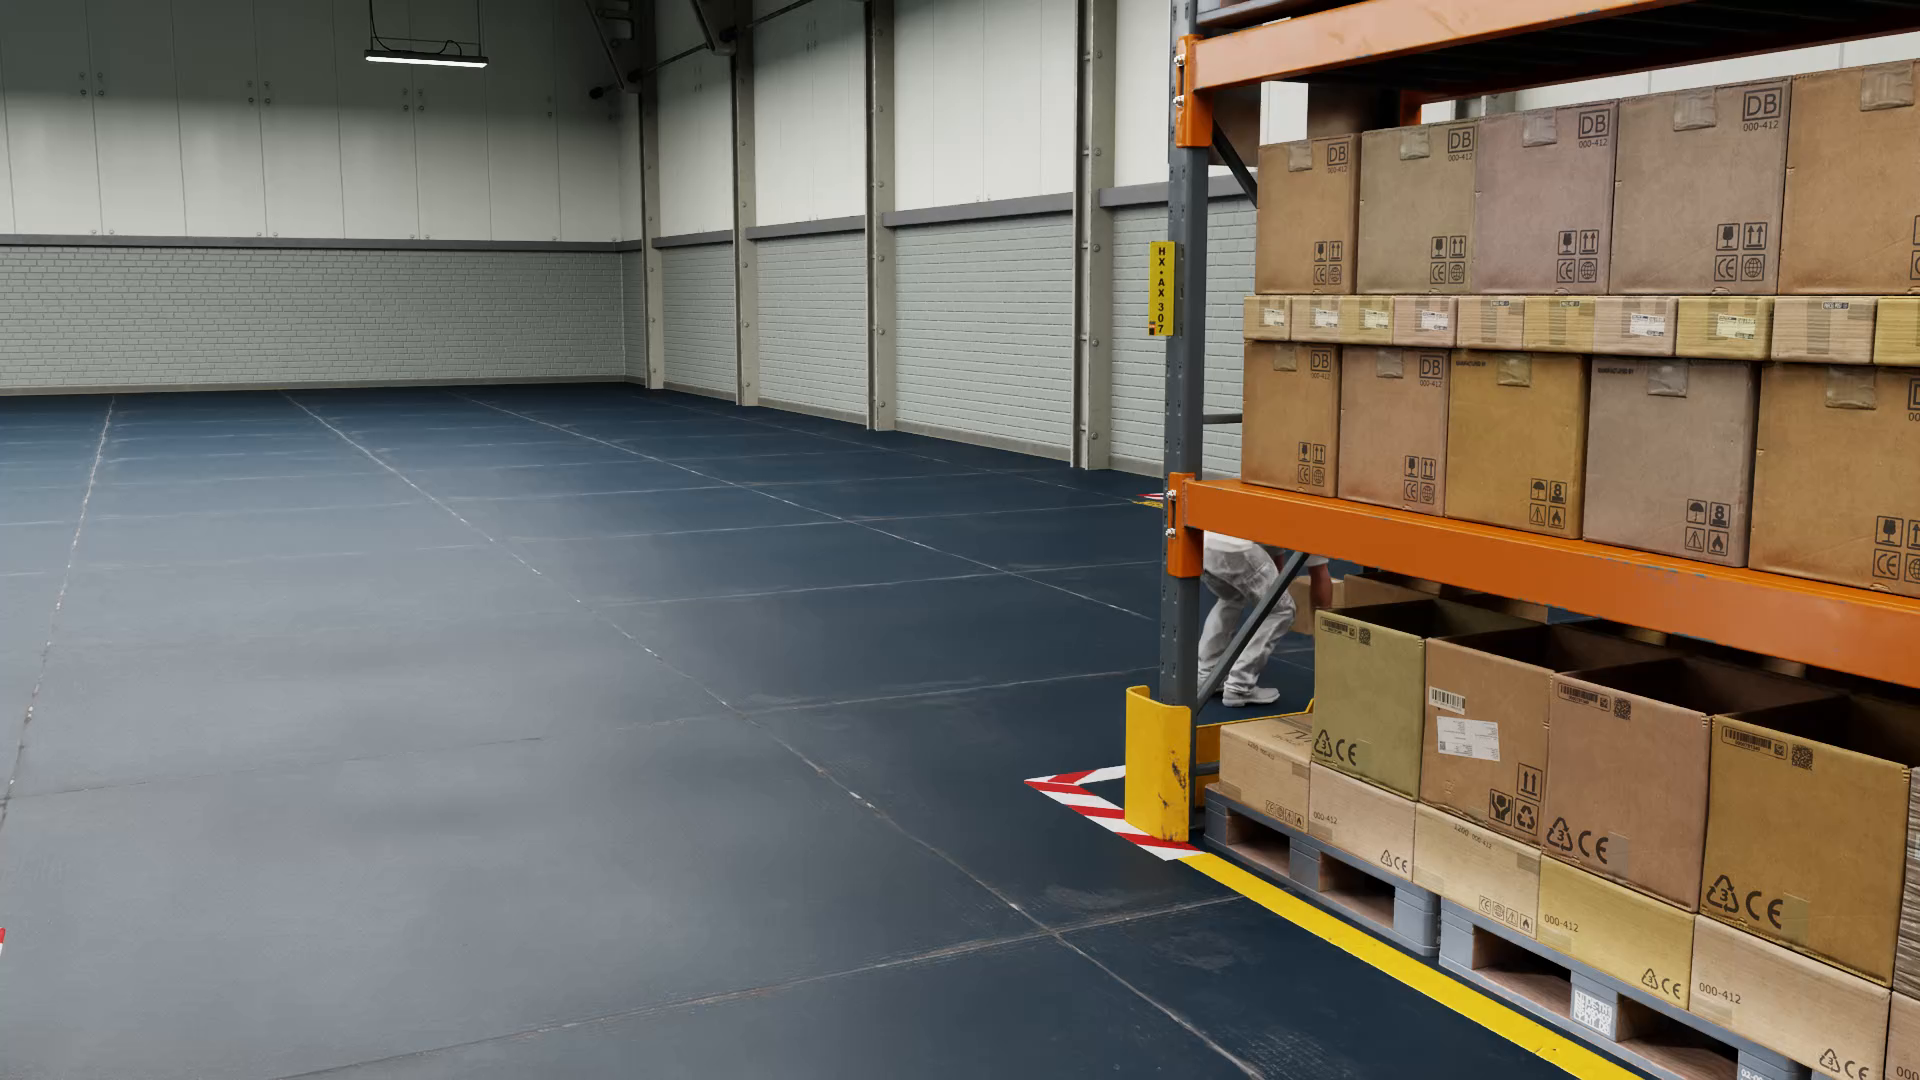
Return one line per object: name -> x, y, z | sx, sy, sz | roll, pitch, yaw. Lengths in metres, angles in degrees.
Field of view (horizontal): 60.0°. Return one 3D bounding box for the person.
person -> 1.497, 0.212, 8.154 | 0.976, 1.103, 0.534 | -5, 10, -29
